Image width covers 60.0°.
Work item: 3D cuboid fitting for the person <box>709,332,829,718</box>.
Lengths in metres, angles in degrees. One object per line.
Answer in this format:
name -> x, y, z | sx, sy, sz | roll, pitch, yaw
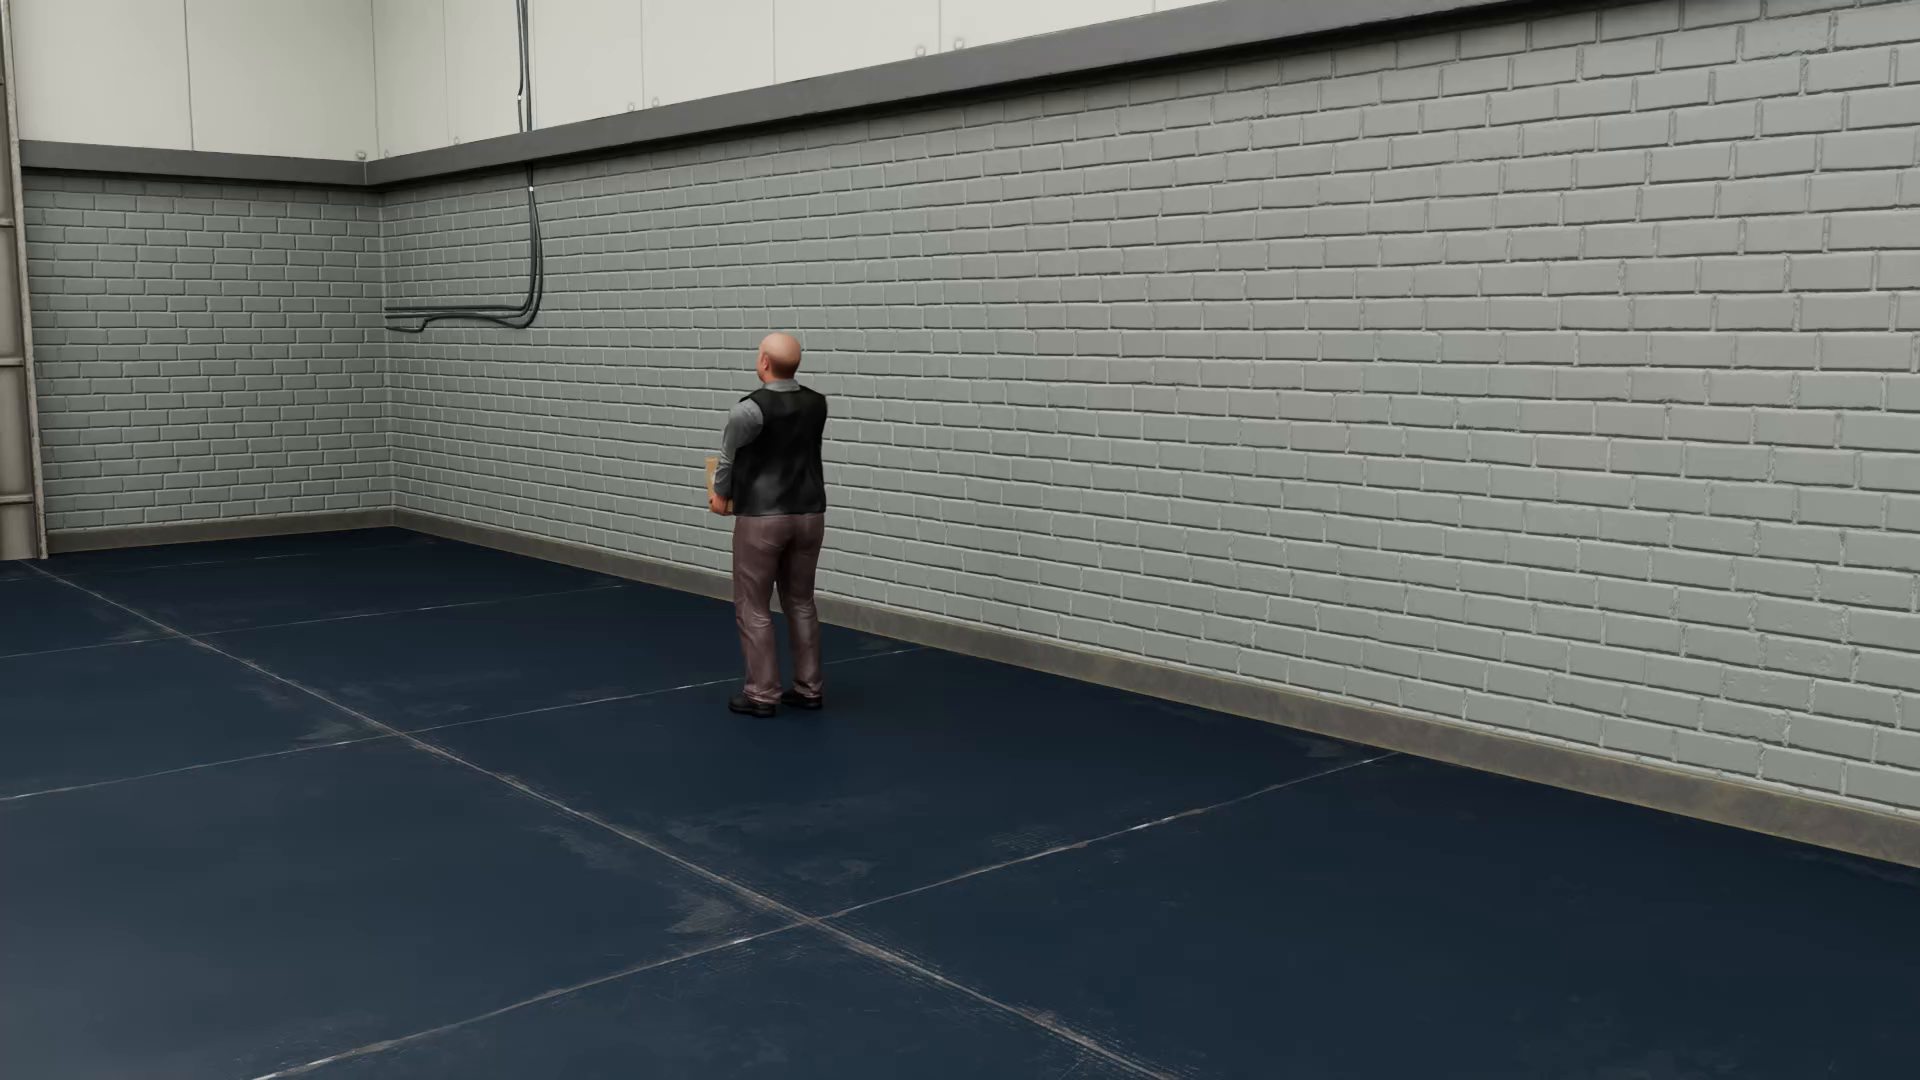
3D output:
person -> -0.889, -0.081, 7.538 | 0.494, 1.711, 0.560 | -6, 10, -40
